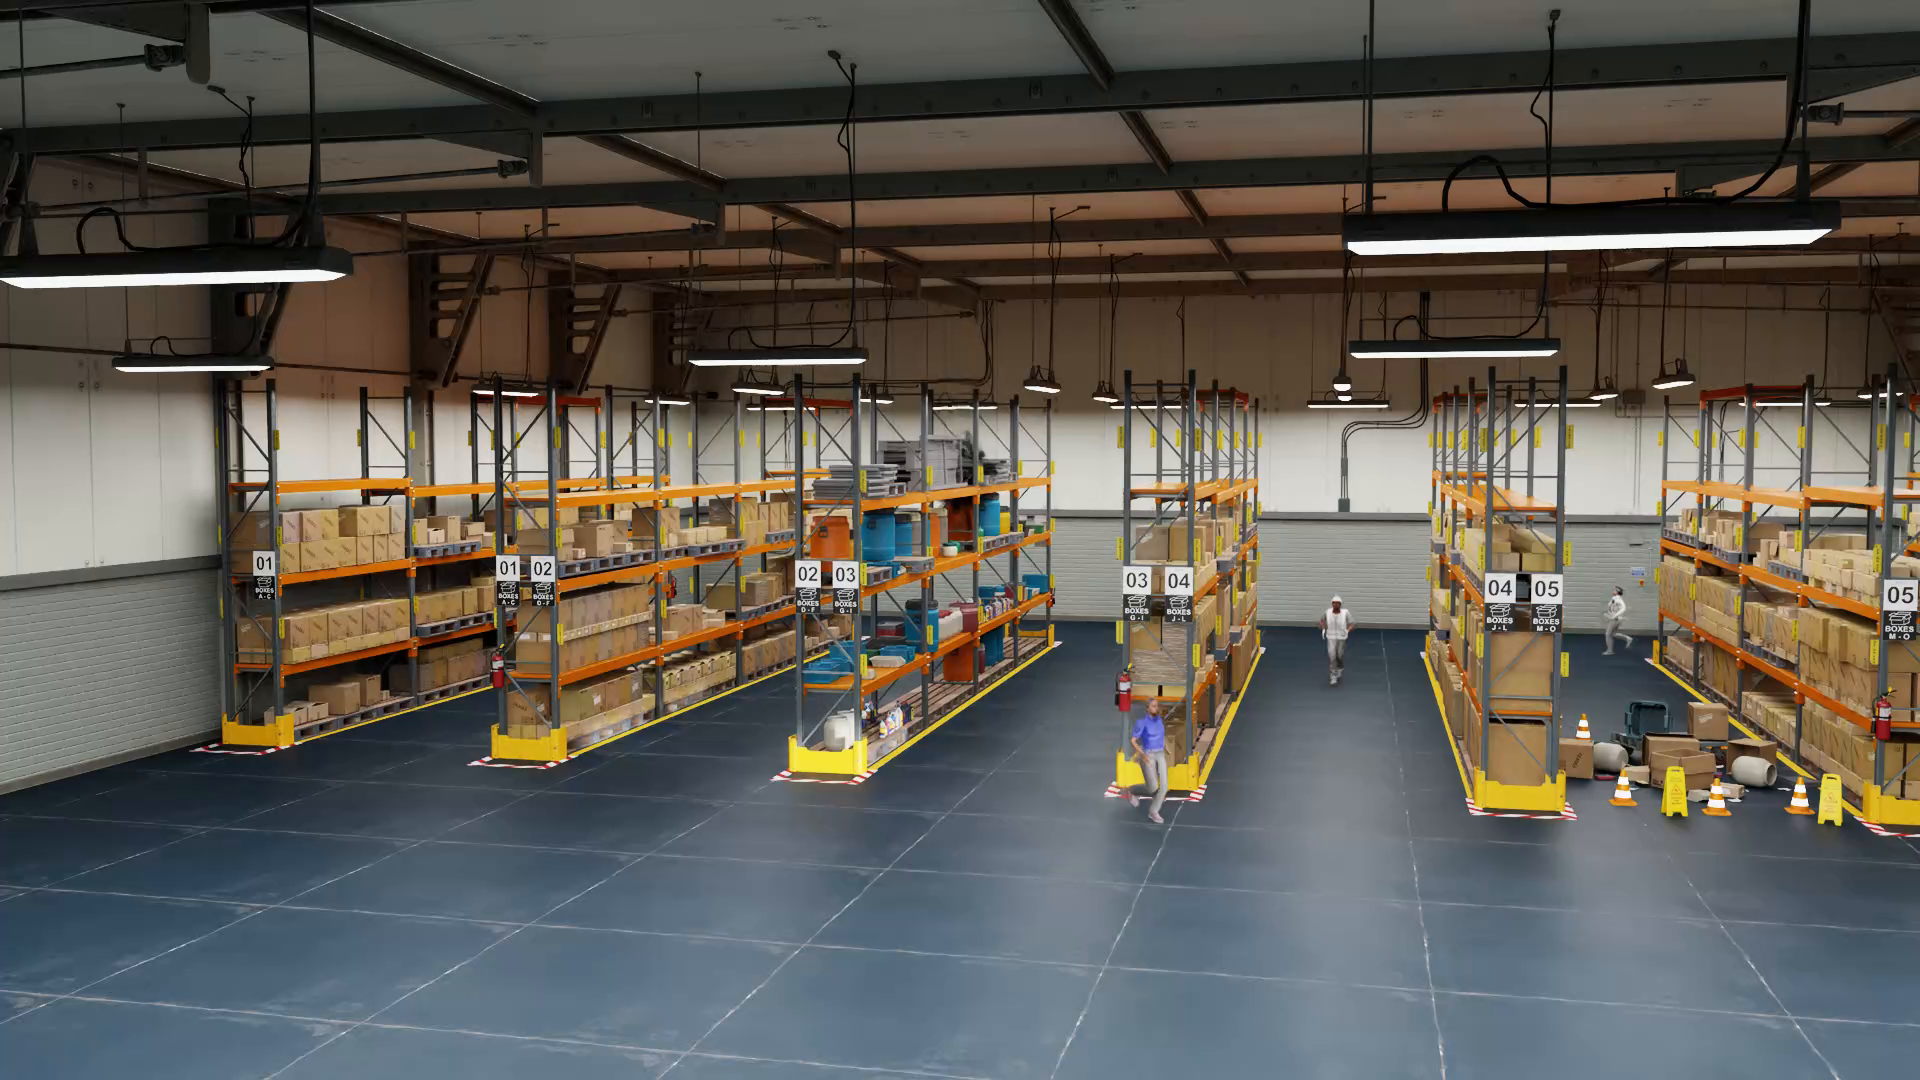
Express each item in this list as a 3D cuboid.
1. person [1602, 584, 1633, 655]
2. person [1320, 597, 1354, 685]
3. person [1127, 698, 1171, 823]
[{"bbox_3d":[15.333,1.864,38.721,0.698,1.675,0.616,1,4,14],"label":"person"},{"bbox_3d":[7.797,2.053,34.391,0.689,1.785,0.926,1,4,13],"label":"person"},{"bbox_3d":[2.505,2.891,21.980,0.587,1.627,0.605,-2,4,-34],"label":"person"}]
